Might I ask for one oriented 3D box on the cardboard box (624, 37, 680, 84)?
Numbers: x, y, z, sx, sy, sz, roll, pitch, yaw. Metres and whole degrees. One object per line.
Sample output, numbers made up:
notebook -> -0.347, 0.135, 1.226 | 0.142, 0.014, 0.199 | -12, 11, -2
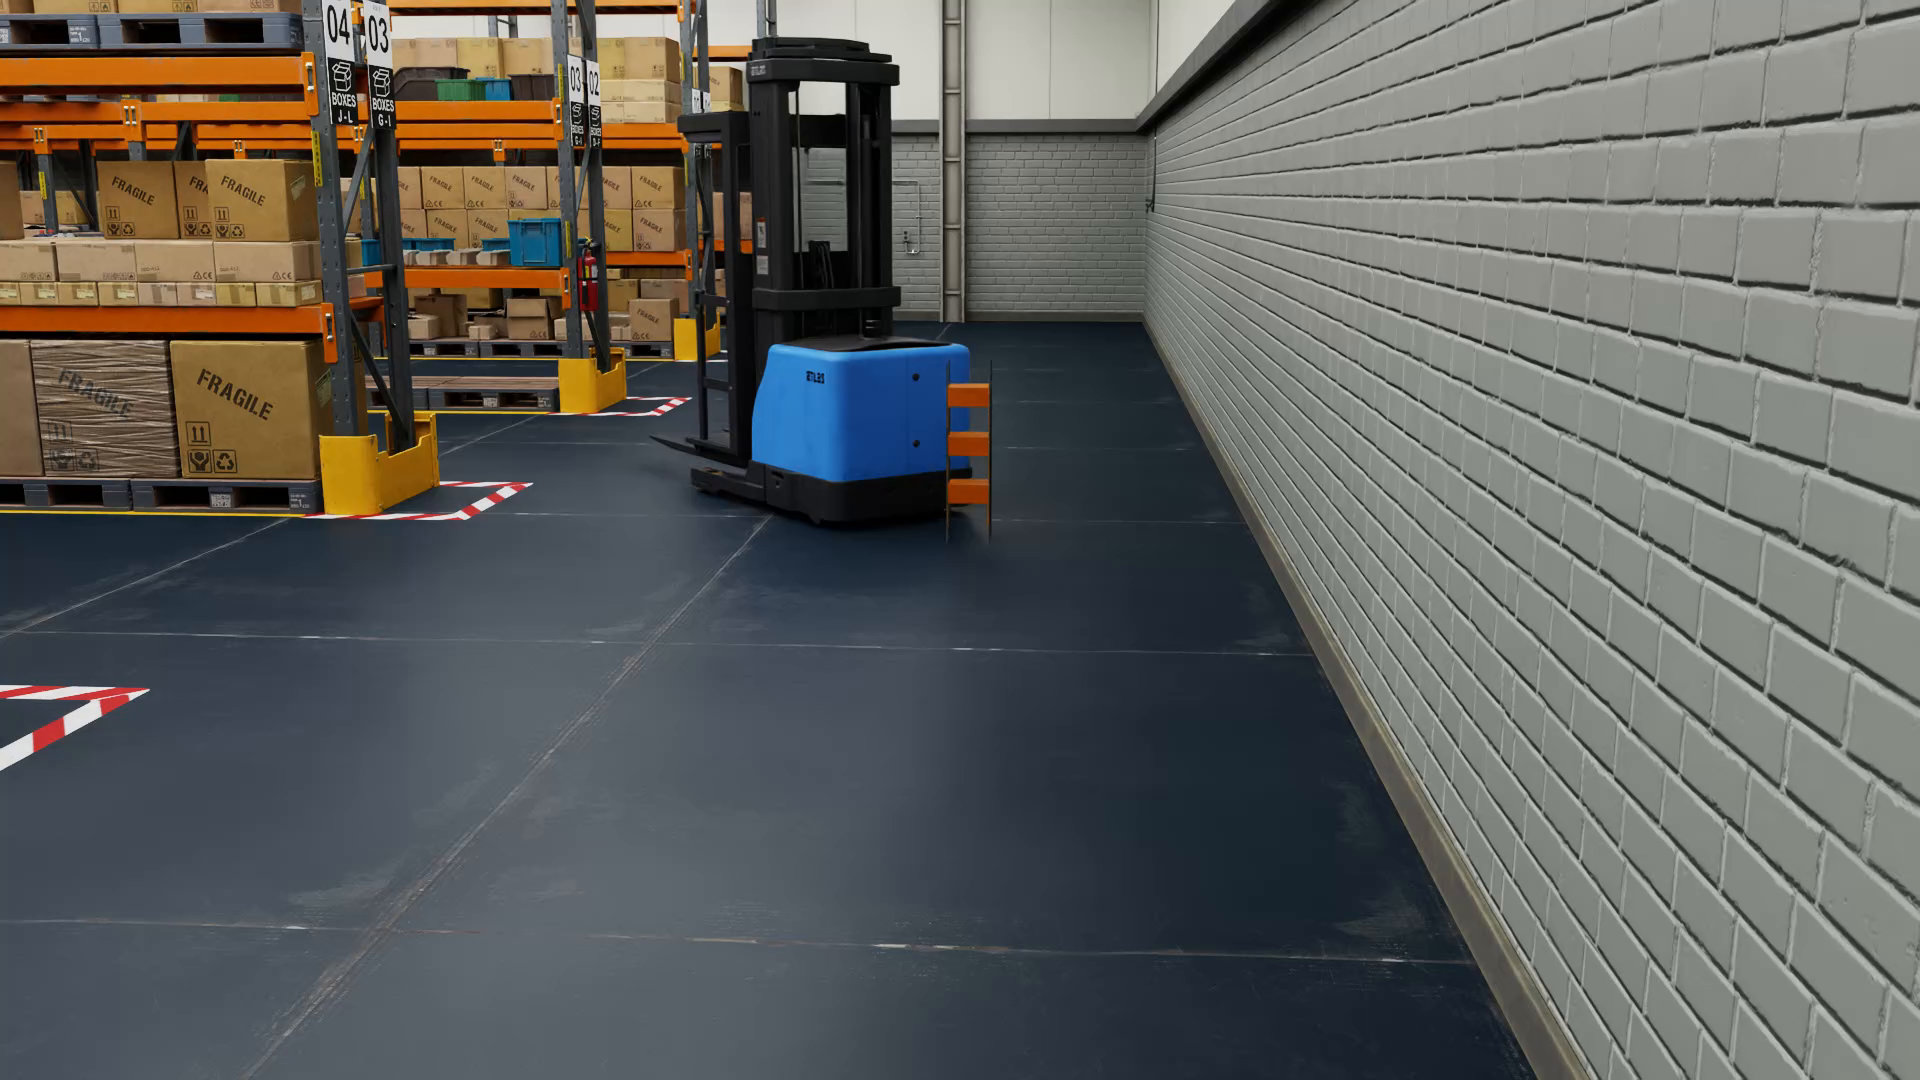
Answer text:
cardboard box -> -3.705, -5.778, 20.054 | 0.500, 0.500, 0.700 | 1, 12, 4

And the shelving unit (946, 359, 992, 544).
shelving unit -> 0.053, -0.513, 9.657 | 0.252, 1.050, 0.215 | 1, 12, 4

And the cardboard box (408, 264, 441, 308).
cardboard box -> -8.400, -3.982, 25.704 | 0.750, 0.750, 0.750 | 1, 12, 5

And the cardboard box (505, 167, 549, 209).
cardboard box -> -5.188, -4.276, 20.199 | 0.500, 0.500, 0.500 | 1, 12, 6

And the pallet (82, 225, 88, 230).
pallet -> -12.824, -4.815, 25.927 | 1.213, 0.211, 1.003 | 1, 12, 4

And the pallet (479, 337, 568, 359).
pallet -> -5.277, -2.432, 20.880 | 1.213, 0.211, 1.003 | 1, 12, 4

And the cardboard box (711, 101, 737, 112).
cardboard box -> -3.613, -6.385, 24.738 | 0.500, 0.250, 0.500 | 1, 12, 5

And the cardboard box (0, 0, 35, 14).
cardboard box -> -6.015, -3.528, 10.468 | 0.500, 0.500, 0.700 | 1, 12, 6

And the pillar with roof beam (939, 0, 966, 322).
pillar with roof beam -> -0.400, -6.977, 21.144 | 0.400, 9.000, 9.100 | 1, 12, 4

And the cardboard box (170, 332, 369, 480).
cardboard box -> -4.501, -0.902, 10.920 | 0.875, 0.875, 0.875 | 1, 12, 4

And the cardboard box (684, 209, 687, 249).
cardboard box -> -3.617, -3.877, 20.732 | 0.500, 0.500, 0.500 | 1, 12, 5

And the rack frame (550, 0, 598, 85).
rack frame -> -3.526, -5.693, 15.005 | 0.127, 3.000, 1.000 | 1, 12, 4

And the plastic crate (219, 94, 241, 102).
plastic crate -> -7.074, -4.232, 15.863 | 0.662, 0.188, 0.450 | 1, 12, 4

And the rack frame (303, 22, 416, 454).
rack frame -> -3.857, -1.744, 10.782 | 0.127, 3.000, 1.000 | 1, 12, 4

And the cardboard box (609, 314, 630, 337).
cardboard box -> -4.214, -2.710, 21.038 | 0.500, 0.250, 0.500 | 1, 12, 4

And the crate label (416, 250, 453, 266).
crate label -> -4.920, -2.637, 15.544 | 0.243, 0.136, 0.396 | 1, 12, 4

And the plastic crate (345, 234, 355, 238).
plastic crate -> -6.006, -2.724, 15.607 | 0.530, 0.282, 0.437 | 1, 12, 4

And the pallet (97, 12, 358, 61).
pallet -> -4.598, -3.177, 10.522 | 1.213, 0.211, 1.003 | 1, 12, 4

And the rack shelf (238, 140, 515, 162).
rack shelf -> -8.851, -5.978, 25.453 | 4.000, 0.370, 1.077 | 1, 12, 4

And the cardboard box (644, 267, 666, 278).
cardboard box -> -4.696, -4.125, 25.657 | 0.250, 0.149, 0.380 | 1, 12, 4

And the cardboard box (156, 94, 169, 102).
cardboard box -> -9.708, -5.382, 20.599 | 0.500, 0.500, 0.910 | 1, 12, 4

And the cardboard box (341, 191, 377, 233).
cardboard box -> -7.640, -4.130, 20.914 | 0.500, 0.500, 0.700 | -3, 12, -15

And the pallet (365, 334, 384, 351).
pallet -> -7.997, -2.461, 21.020 | 1.213, 0.211, 1.003 | 1, 12, 4

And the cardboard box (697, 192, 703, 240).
cardboard box -> -4.100, -4.940, 25.324 | 0.700, 0.700, 0.980 | 1, 12, 3

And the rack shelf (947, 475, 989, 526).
rack shelf -> 0.053, -0.231, 9.716 | 0.240, 0.259, 0.215 | 1, 12, 4

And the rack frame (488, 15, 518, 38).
rack frame -> -6.855, -7.771, 24.942 | 0.127, 3.000, 1.000 | 1, 12, 4

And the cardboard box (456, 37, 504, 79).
cardboard box -> -5.706, -5.789, 20.106 | 0.500, 0.500, 0.700 | 1, 12, 4

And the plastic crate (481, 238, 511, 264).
plastic crate -> -4.408, -2.783, 16.011 | 0.300, 0.233, 0.416 | 1, 12, 4

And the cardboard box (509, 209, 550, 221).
cardboard box -> -5.175, -3.789, 20.311 | 0.500, 0.500, 0.500 | 1, 12, 3

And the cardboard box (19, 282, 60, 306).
cardboard box -> -5.760, -1.580, 10.609 | 0.250, 0.149, 0.380 | 1, 12, 5

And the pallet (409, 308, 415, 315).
pallet -> -8.851, -3.481, 25.896 | 1.213, 0.211, 1.003 | 1, 12, 4

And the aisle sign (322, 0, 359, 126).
aisle sign -> -3.806, -2.955, 10.218 | 0.004, 0.787, 0.394 | 1, 12, 4

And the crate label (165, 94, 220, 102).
crate label -> -7.048, -4.084, 15.286 | 0.466, 0.136, 0.293 | 1, 12, 4

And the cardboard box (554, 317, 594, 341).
cardboard box -> -4.696, -2.614, 20.579 | 0.500, 0.250, 0.500 | 1, 12, 4

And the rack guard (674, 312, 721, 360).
rack guard -> -3.267, -2.546, 20.717 | 0.348, 0.500, 1.175 | 1, 12, 4

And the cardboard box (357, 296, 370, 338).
cardboard box -> -7.694, -2.763, 20.681 | 0.500, 0.500, 0.500 | 1, 12, 3

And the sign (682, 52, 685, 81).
sign -> -3.249, -5.557, 19.518 | 0.005, 0.325, 0.100 | 1, 12, 4

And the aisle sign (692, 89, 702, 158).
aisle sign -> -3.144, -4.977, 19.886 | 0.004, 0.787, 0.394 | 1, 12, 4

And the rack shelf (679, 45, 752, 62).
rack shelf -> -4.860, -7.196, 24.926 | 4.000, 0.370, 1.077 | 1, 12, 4

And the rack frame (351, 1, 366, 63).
rack frame -> -7.183, -6.759, 20.104 | 0.127, 3.000, 1.000 | 1, 12, 4

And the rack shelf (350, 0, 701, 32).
rack shelf -> -5.187, -6.378, 20.047 | 4.000, 0.370, 1.077 | 1, 12, 4

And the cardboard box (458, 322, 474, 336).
cardboard box -> -6.217, -2.700, 21.239 | 0.250, 0.149, 0.380 | 1, 12, 4

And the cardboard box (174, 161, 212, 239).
cardboard box -> -4.817, -2.252, 11.018 | 0.500, 0.500, 0.500 | 0, 12, 2

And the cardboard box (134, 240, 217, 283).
cardboard box -> -4.865, -1.776, 10.573 | 0.500, 0.250, 0.500 | 1, 12, 3

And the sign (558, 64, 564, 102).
sign -> -3.547, -4.061, 14.784 | 0.005, 0.325, 0.100 | 1, 12, 4

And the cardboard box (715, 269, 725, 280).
cardboard box -> -3.710, -4.033, 25.219 | 0.250, 0.149, 0.380 | 1, 12, 3

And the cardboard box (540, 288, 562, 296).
cardboard box -> -6.116, -3.786, 25.620 | 0.500, 0.500, 0.700 | 1, 12, 4

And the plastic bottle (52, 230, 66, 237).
plastic bottle -> -8.456, -2.733, 15.626 | 0.185, 0.351, 0.144 | 1, 12, 4

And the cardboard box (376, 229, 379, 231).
cardboard box -> -8.741, -4.701, 25.480 | 0.250, 0.149, 0.380 | 1, 12, 6

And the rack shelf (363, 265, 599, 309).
rack shelf -> -5.522, -2.432, 15.823 | 4.000, 0.370, 1.077 | 1, 12, 4

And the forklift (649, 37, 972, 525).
forklift -> -1.178, -1.780, 11.118 | 1.130, 2.935, 3.031 | -8, 14, -34

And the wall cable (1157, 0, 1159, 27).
wall cable -> 2.574, -7.966, 21.120 | 0.112, 2.526, 3.097 | 1, 12, 4

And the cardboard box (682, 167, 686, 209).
cardboard box -> -3.617, -4.367, 20.630 | 0.500, 0.500, 0.500 | 1, 12, 5

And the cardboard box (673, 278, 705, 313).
cardboard box -> -4.069, -3.758, 25.488 | 0.500, 0.500, 0.700 | 1, 12, 4

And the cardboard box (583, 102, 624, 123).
cardboard box -> -4.220, -5.125, 19.984 | 0.500, 0.250, 0.500 | 1, 12, 4

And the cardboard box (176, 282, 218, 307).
cardboard box -> -4.746, -1.566, 10.542 | 0.250, 0.149, 0.380 | 1, 12, 4
